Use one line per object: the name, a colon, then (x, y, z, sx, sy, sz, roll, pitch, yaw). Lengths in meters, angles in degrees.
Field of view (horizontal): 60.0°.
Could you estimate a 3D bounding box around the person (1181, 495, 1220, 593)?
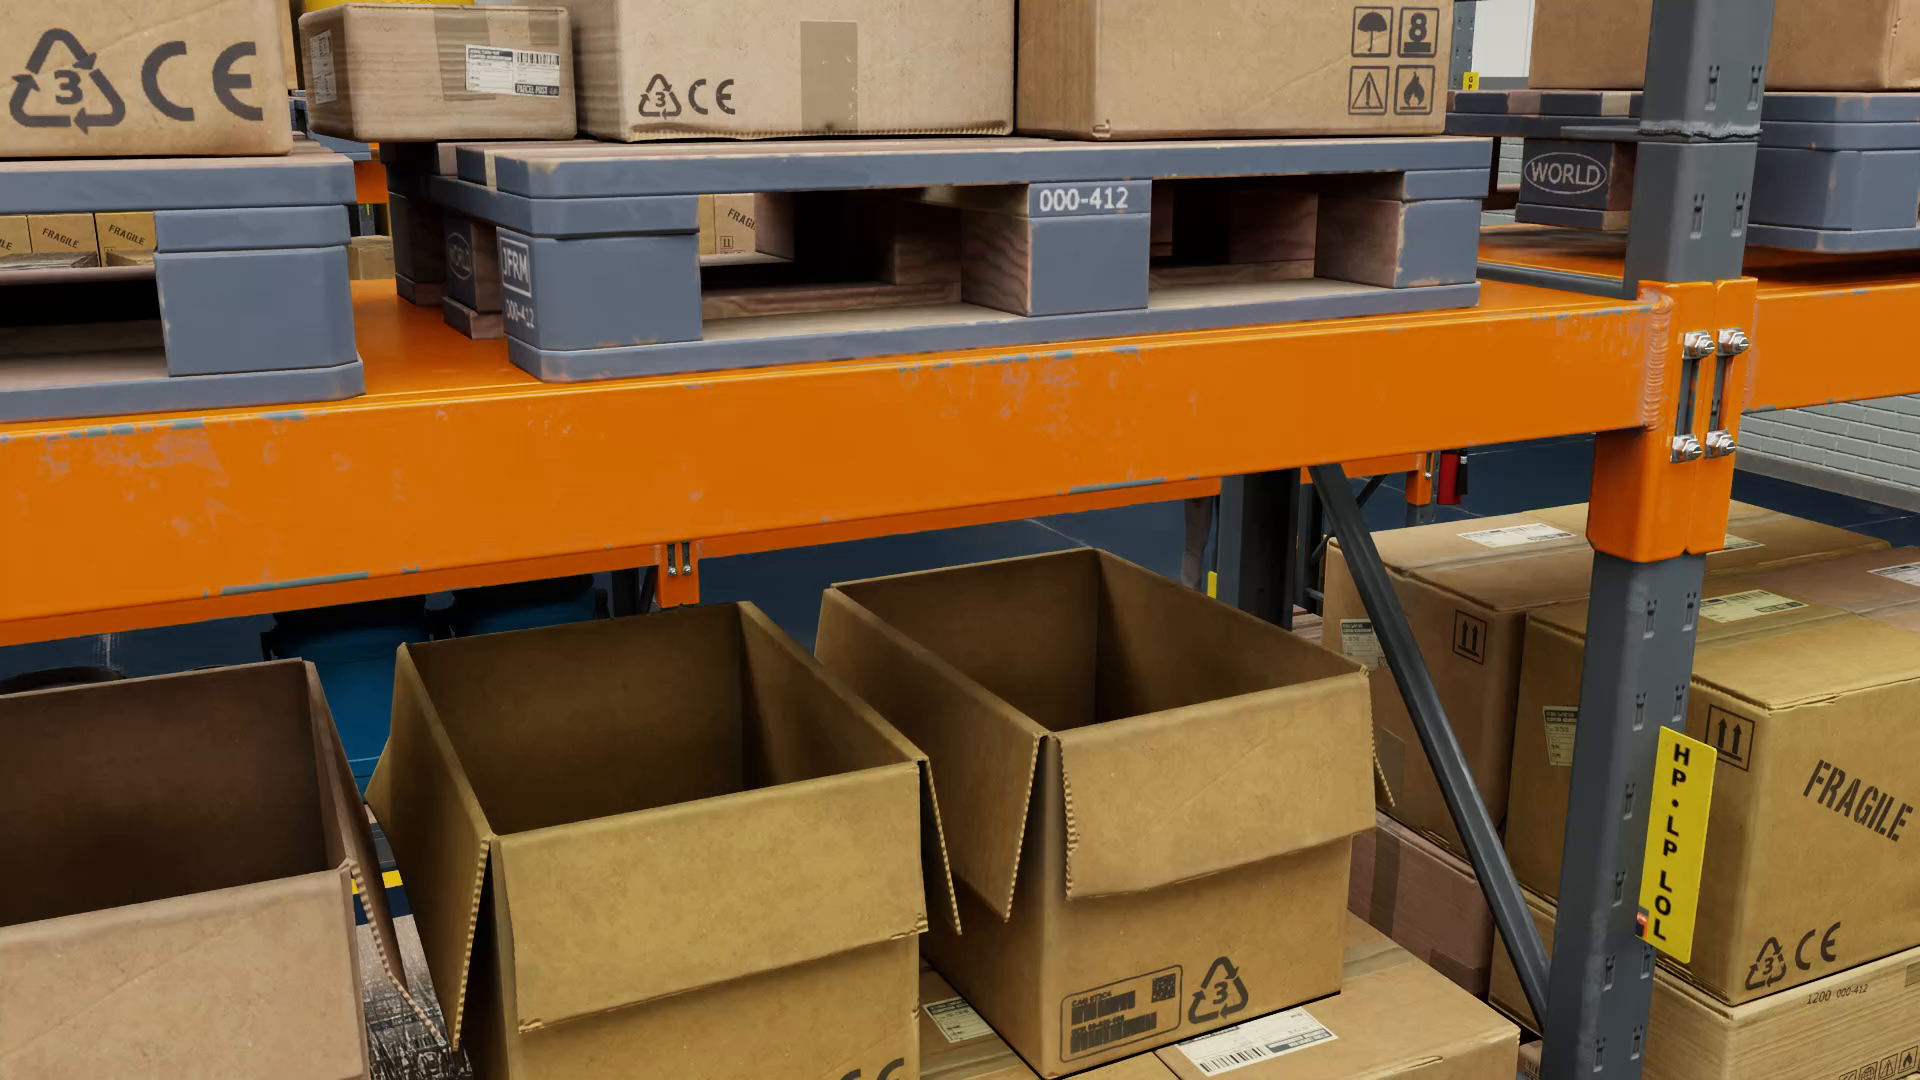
person: (1.362, -0.319, 8.864, 0.407, 1.589, 0.349, -5, 16, -17)
